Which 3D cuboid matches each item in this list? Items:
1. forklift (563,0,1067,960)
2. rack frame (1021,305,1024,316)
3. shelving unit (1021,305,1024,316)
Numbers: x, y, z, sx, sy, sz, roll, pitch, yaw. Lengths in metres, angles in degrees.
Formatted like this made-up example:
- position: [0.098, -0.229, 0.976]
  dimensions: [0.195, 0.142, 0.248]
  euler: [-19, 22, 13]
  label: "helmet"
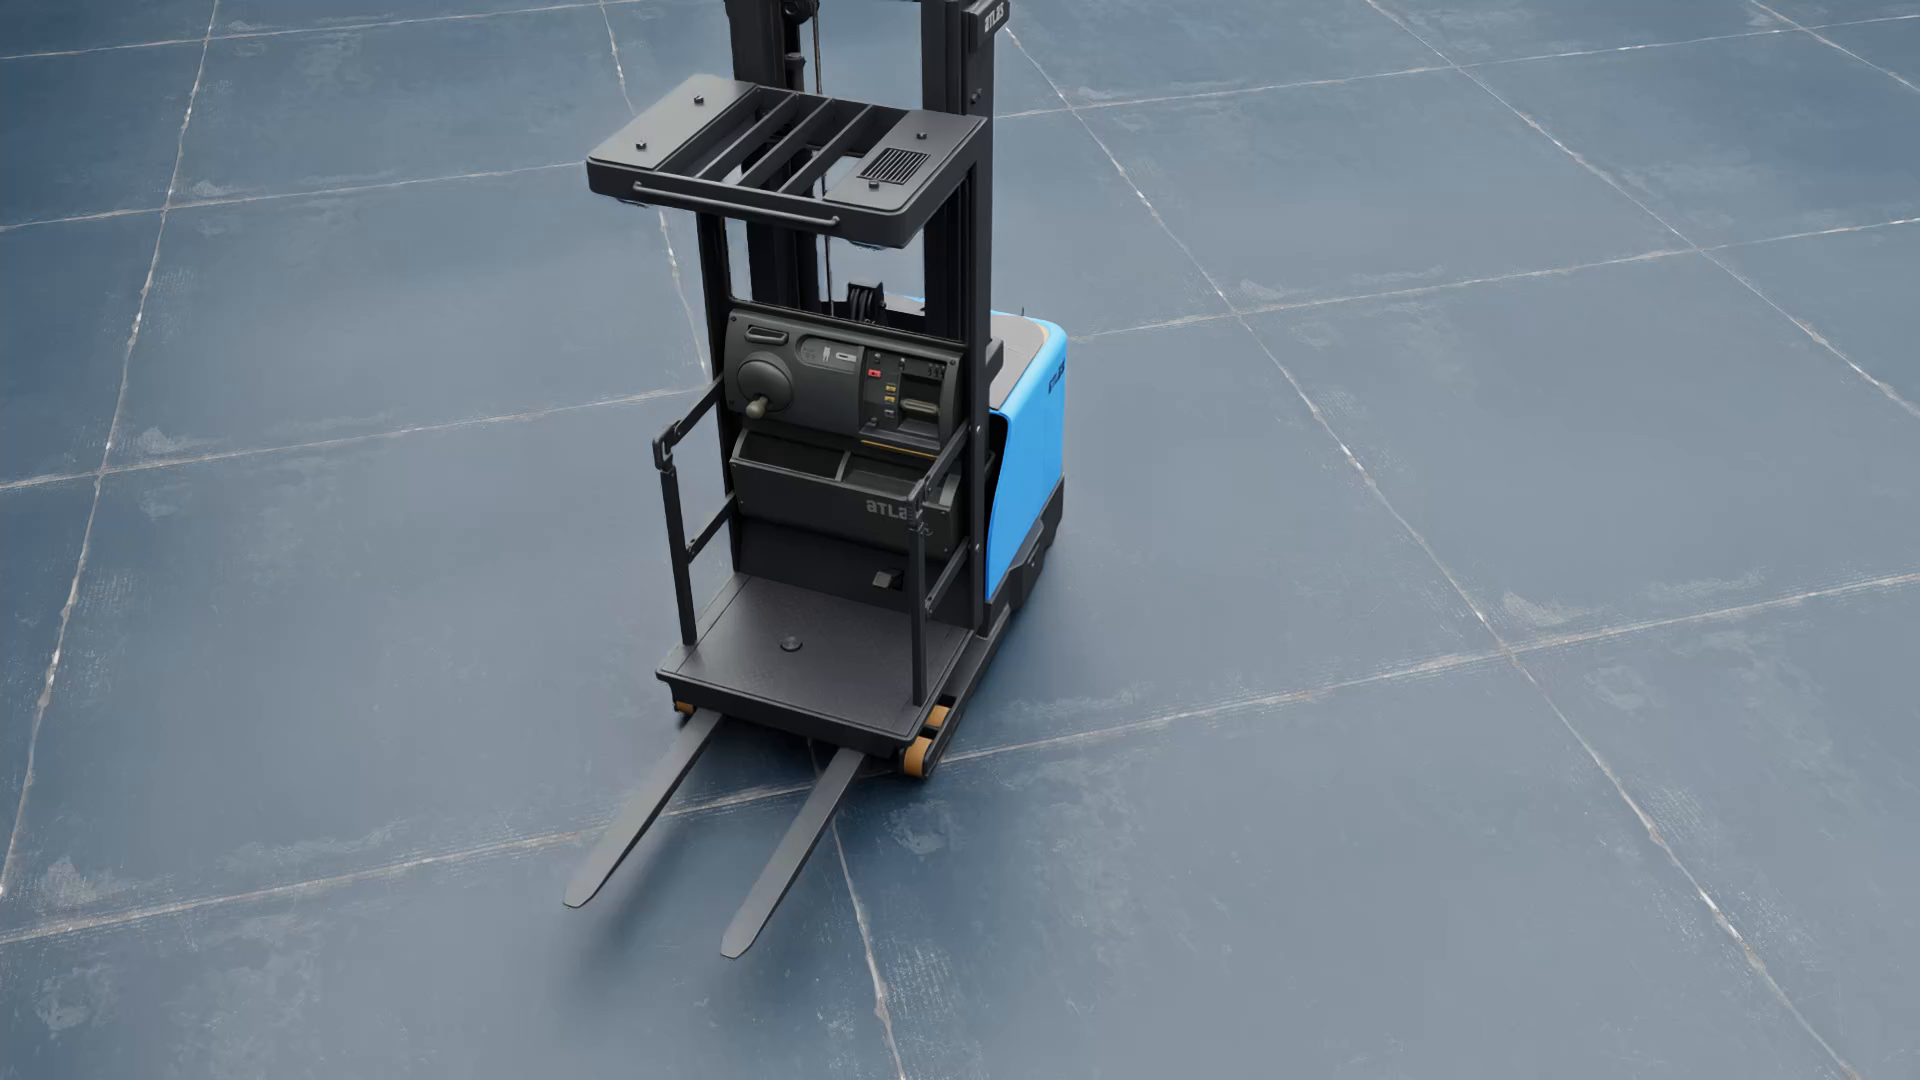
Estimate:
- position: [-0.521, -0.519, 6.015]
  dimensions: [1.130, 2.935, 3.031]
  euler: [13, 39, 16]
  label: "forklift"
- position: [0.308, -0.655, 7.866]
  dimensions: [0.006, 0.900, 0.240]
  euler: [-6, 38, -8]
  label: "rack frame"
- position: [0.208, -0.645, 7.852]
  dimensions: [0.210, 0.900, 0.258]
  euler: [-6, 38, -8]
  label: "shelving unit"
